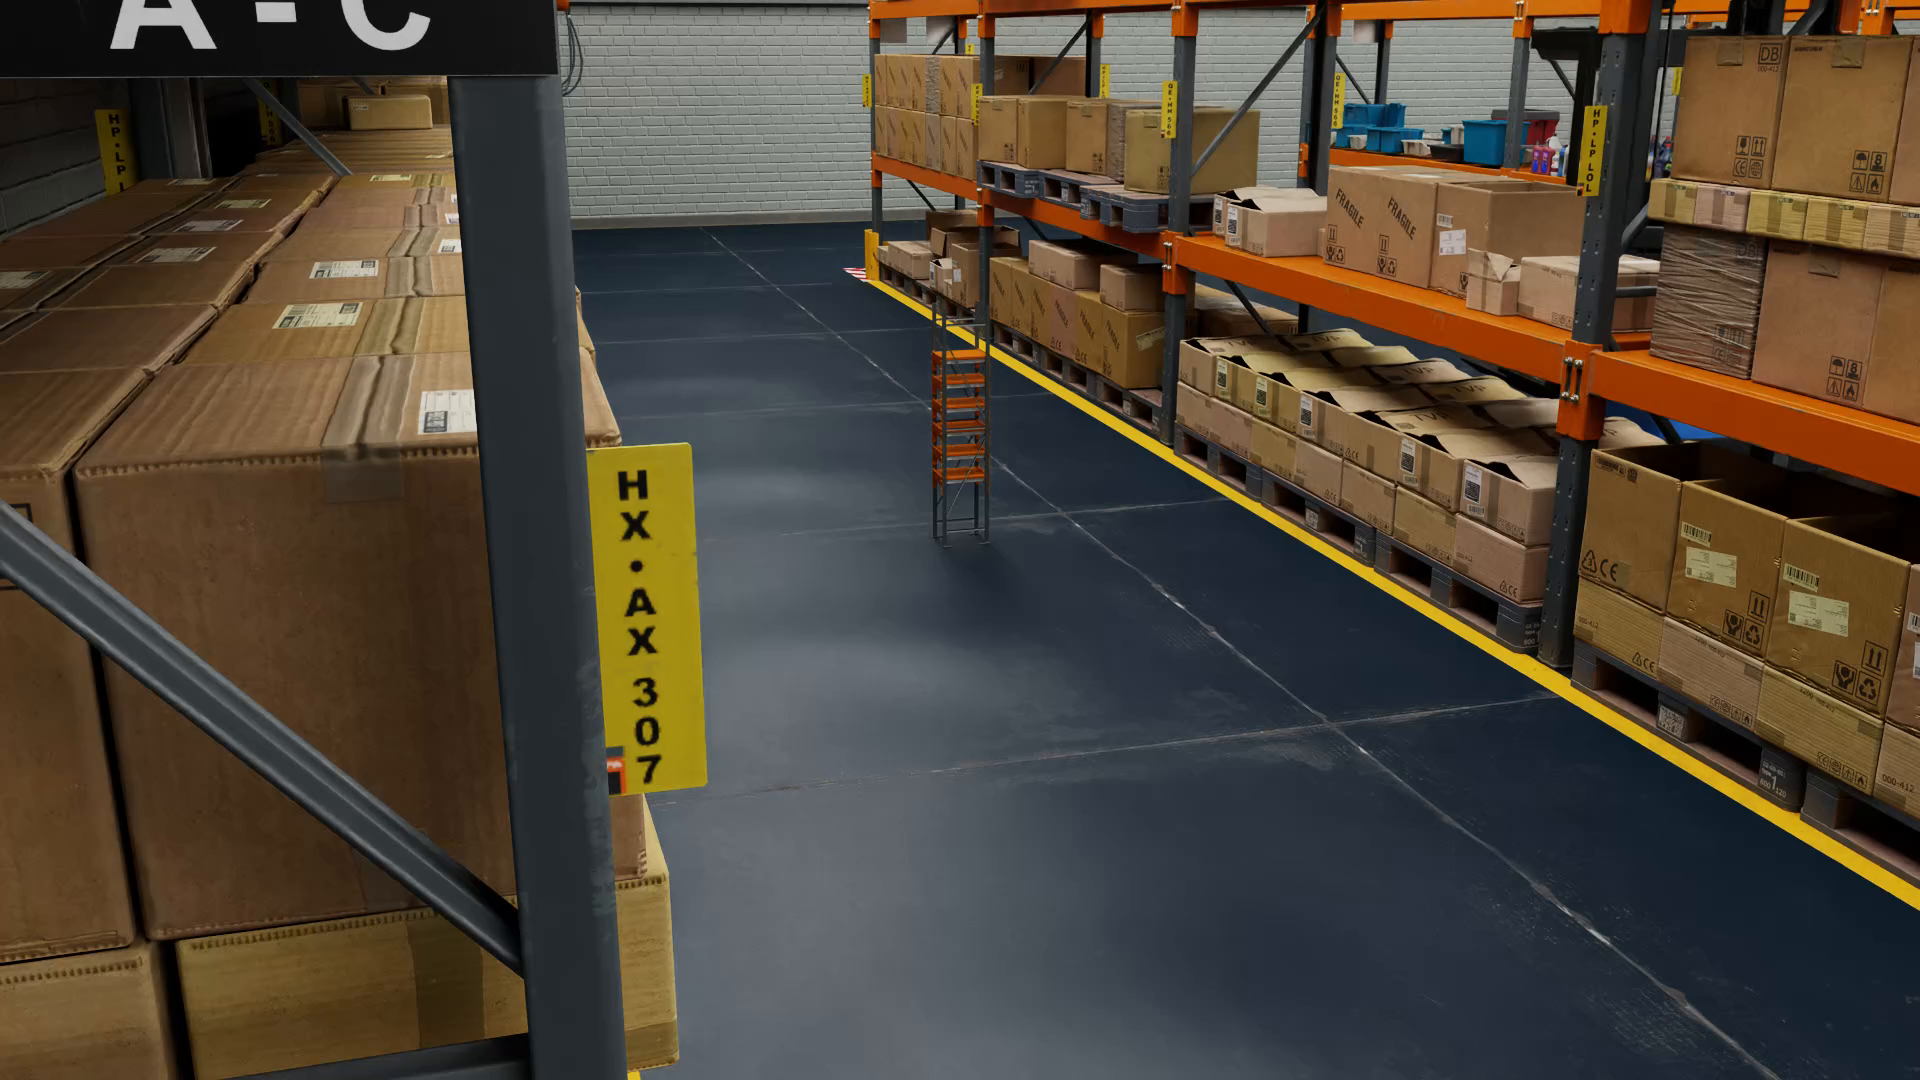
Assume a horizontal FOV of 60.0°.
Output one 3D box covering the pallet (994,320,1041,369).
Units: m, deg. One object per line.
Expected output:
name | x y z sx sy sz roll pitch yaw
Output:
pallet | 0.920 -1.622 13.484 1.003 0.211 1.213 -5 17 -15

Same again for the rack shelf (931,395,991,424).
rack shelf | 0.004 -0.643 8.244 0.258 0.103 0.180 -5 17 -15

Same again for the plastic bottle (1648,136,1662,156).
plastic bottle | 5.903 -3.255 14.161 0.144 0.351 0.185 -5 17 -15

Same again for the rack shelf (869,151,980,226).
rack shelf | 0.110 -3.388 15.767 1.077 0.370 4.000 -5 17 -15

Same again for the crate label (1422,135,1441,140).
crate label | 4.888 -4.211 17.611 0.396 0.136 0.243 -5 17 -15

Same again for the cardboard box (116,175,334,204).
cardboard box | -1.975 -0.724 4.571 0.500 0.500 0.500 -5 17 -17

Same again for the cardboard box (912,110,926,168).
cardboard box | -0.153 -3.770 15.616 0.500 0.500 0.500 -4 17 -15

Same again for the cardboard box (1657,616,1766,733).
cardboard box | 2.827 0.440 5.822 0.500 0.250 0.500 -5 17 -15

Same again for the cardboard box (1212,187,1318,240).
cardboard box | 1.817 -1.926 9.805 0.500 0.311 0.500 -4 17 -12

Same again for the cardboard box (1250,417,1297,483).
cardboard box | 1.908 -0.507 8.974 0.500 0.250 0.500 -5 17 -17

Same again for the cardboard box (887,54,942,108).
cardboard box | -0.420 -4.525 16.390 0.500 0.500 0.500 -5 17 -15

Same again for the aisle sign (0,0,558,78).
aisle sign | -0.496 -0.716 1.103 0.394 0.787 0.004 -5 17 -15

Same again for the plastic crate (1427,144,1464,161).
plastic crate | 4.858 -3.755 16.113 0.437 0.125 0.590 -5 17 -15

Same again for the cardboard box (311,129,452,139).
cardboard box | -2.684 -1.657 7.816 0.700 0.500 0.500 -6 18 -20

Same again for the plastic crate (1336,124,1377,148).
plastic crate | 4.257 -4.348 17.901 0.416 0.233 0.300 -5 17 -15

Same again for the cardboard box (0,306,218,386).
cardboard box | -1.267 -0.018 2.220 0.500 0.500 0.500 -4 17 -15

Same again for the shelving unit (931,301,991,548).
shelving unit | 0.004 -0.571 8.266 0.258 1.200 0.189 -5 17 -15

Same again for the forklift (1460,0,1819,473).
forklift | 4.175 -2.106 10.370 1.130 2.935 3.031 -2 17 -7

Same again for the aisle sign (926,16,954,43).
aisle sign | -0.164 -5.574 17.275 0.394 0.787 0.004 -5 17 -15

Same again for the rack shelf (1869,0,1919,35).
rack shelf | 7.073 -3.002 9.269 1.077 0.370 4.000 -5 17 -15

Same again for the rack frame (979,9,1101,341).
rack frame | 0.660 -3.179 13.822 1.000 3.000 0.127 -5 17 -15

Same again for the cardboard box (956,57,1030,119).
cardboard box | 0.272 -3.825 14.061 0.500 0.500 0.500 -5 17 -15

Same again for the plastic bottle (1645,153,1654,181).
plastic bottle | 5.535 -2.969 13.345 0.097 0.271 0.097 0 17 0

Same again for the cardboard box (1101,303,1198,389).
cardboard box | 1.276 -1.327 11.234 0.500 0.500 0.500 -4 17 -13

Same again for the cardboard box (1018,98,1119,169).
cardboard box | 0.825 -3.094 12.636 0.700 0.500 0.500 -2 17 -6

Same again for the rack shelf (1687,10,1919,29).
rack shelf | 9.636 -5.607 17.940 1.077 0.370 4.000 -5 17 -15

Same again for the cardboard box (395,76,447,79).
cardboard box | -3.315 -2.813 10.572 0.500 0.250 0.500 -5 17 -16

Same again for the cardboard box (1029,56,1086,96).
cardboard box | 0.801 -3.859 14.172 0.500 0.500 0.500 -4 17 -14

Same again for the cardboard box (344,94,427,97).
cardboard box | -2.879 -2.156 8.351 0.380 0.149 0.250 -7 18 -22

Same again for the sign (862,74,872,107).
sign | -0.961 -4.657 17.238 0.100 0.325 0.005 -5 17 -15

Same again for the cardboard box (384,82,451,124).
cardboard box | -2.887 -2.393 9.176 0.500 0.250 0.500 -4 17 -14

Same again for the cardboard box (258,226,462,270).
cardboard box | -1.062 -0.343 3.302 0.500 0.500 0.500 -4 17 -14

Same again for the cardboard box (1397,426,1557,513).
cardboard box | 2.323 -0.352 7.485 0.500 0.311 0.500 -4 17 -14

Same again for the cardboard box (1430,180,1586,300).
cardboard box | 2.518 -1.374 7.638 0.500 0.500 0.500 -3 17 -11

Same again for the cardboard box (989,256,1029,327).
cardboard box | 0.559 -2.040 13.609 0.500 0.500 0.500 -6 18 -18

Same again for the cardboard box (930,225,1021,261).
cardboard box | 0.139 -2.714 15.847 0.797 0.503 0.637 -5 17 -15

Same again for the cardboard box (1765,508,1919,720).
cardboard box | 2.960 0.220 5.252 0.500 0.500 0.500 -5 17 -15

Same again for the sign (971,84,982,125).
sign | 0.140 -3.549 13.548 0.100 0.325 0.005 -5 17 -15

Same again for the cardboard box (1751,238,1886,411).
cardboard box | 3.138 -0.747 5.550 0.700 0.500 0.500 -5 17 -16

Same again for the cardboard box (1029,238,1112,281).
cardboard box | 0.833 -2.122 12.580 0.500 0.250 0.500 -5 17 -15

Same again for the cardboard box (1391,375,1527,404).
cardboard box | 2.561 -0.678 8.571 0.500 0.311 0.500 -4 17 -14

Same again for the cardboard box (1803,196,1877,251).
cardboard box | 2.961 -1.022 5.340 0.380 0.149 0.250 -5 17 -16

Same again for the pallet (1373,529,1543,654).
pallet | 2.619 0.168 7.525 1.003 0.211 1.213 -5 17 -15

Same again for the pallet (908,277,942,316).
pallet | 0.133 -2.372 15.981 1.003 0.211 1.213 -5 17 -15

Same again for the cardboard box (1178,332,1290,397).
cardboard box | 1.621 -1.058 9.834 0.500 0.311 0.500 -4 17 -13

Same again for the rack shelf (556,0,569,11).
rack shelf | -1.354 -1.113 2.978 1.077 0.370 4.000 -5 17 -15

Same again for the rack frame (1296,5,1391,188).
rack frame | 4.324 -4.676 18.806 1.000 3.000 0.127 -5 17 -15

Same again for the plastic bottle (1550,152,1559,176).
plastic bottle | 5.200 -3.272 14.477 0.097 0.201 0.097 0 17 0
